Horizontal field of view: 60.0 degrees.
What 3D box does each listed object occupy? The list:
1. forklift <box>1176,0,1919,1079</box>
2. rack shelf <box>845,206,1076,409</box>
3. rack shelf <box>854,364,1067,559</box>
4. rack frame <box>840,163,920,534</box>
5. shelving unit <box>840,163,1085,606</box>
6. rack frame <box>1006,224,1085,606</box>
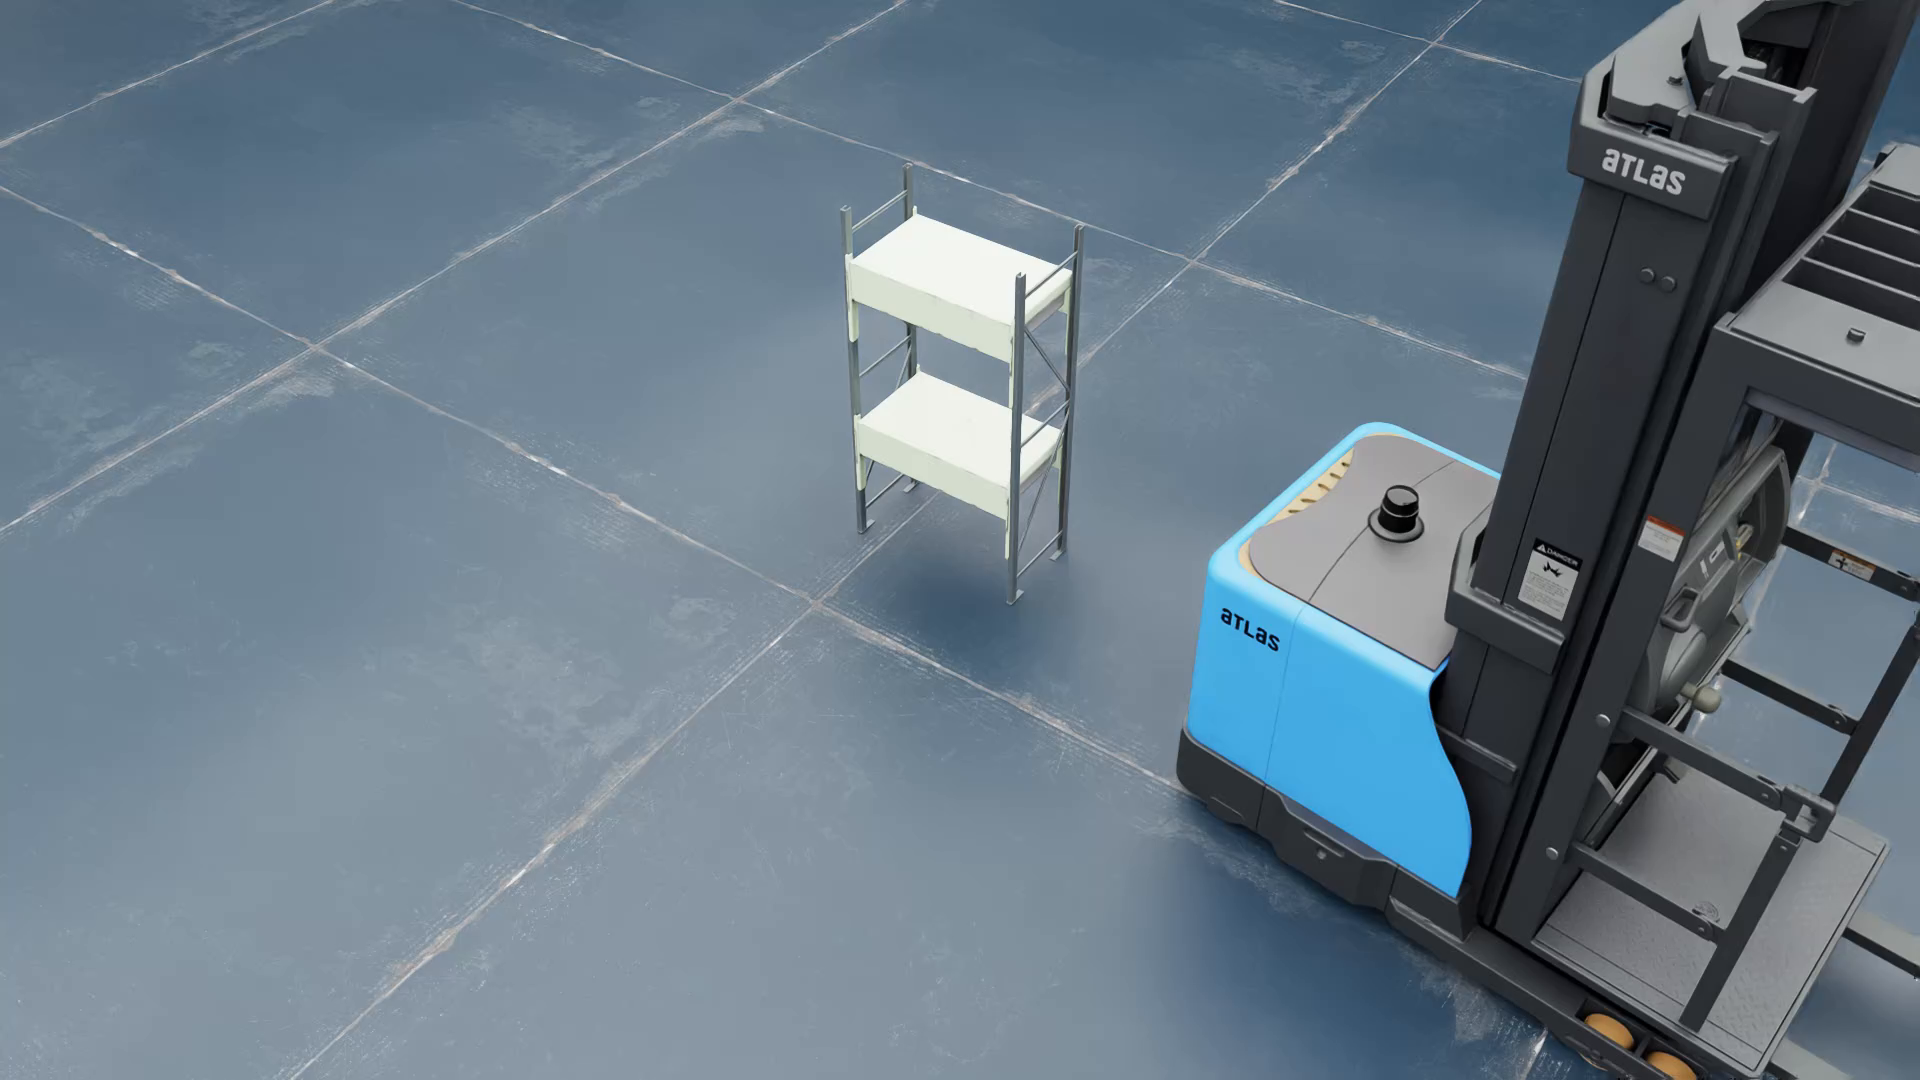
[{"bbox_3d":[2.186,0.176,4.355,3.031,2.935,1.130,30,50,30],"label":"forklift"},{"bbox_3d":[0.005,-0.847,5.987,0.720,0.370,0.431,25,48,25],"label":"rack shelf"},{"bbox_3d":[0.005,-0.313,6.464,0.720,0.370,0.431,25,48,25],"label":"rack shelf"},{"bbox_3d":[-0.294,-0.697,6.404,0.023,1.500,0.400,25,48,25],"label":"rack frame"},{"bbox_3d":[0.005,-0.556,6.247,0.755,1.500,0.431,25,48,25],"label":"shelving unit"},{"bbox_3d":[0.305,-0.416,6.090,0.023,1.500,0.400,25,48,25],"label":"rack frame"}]
